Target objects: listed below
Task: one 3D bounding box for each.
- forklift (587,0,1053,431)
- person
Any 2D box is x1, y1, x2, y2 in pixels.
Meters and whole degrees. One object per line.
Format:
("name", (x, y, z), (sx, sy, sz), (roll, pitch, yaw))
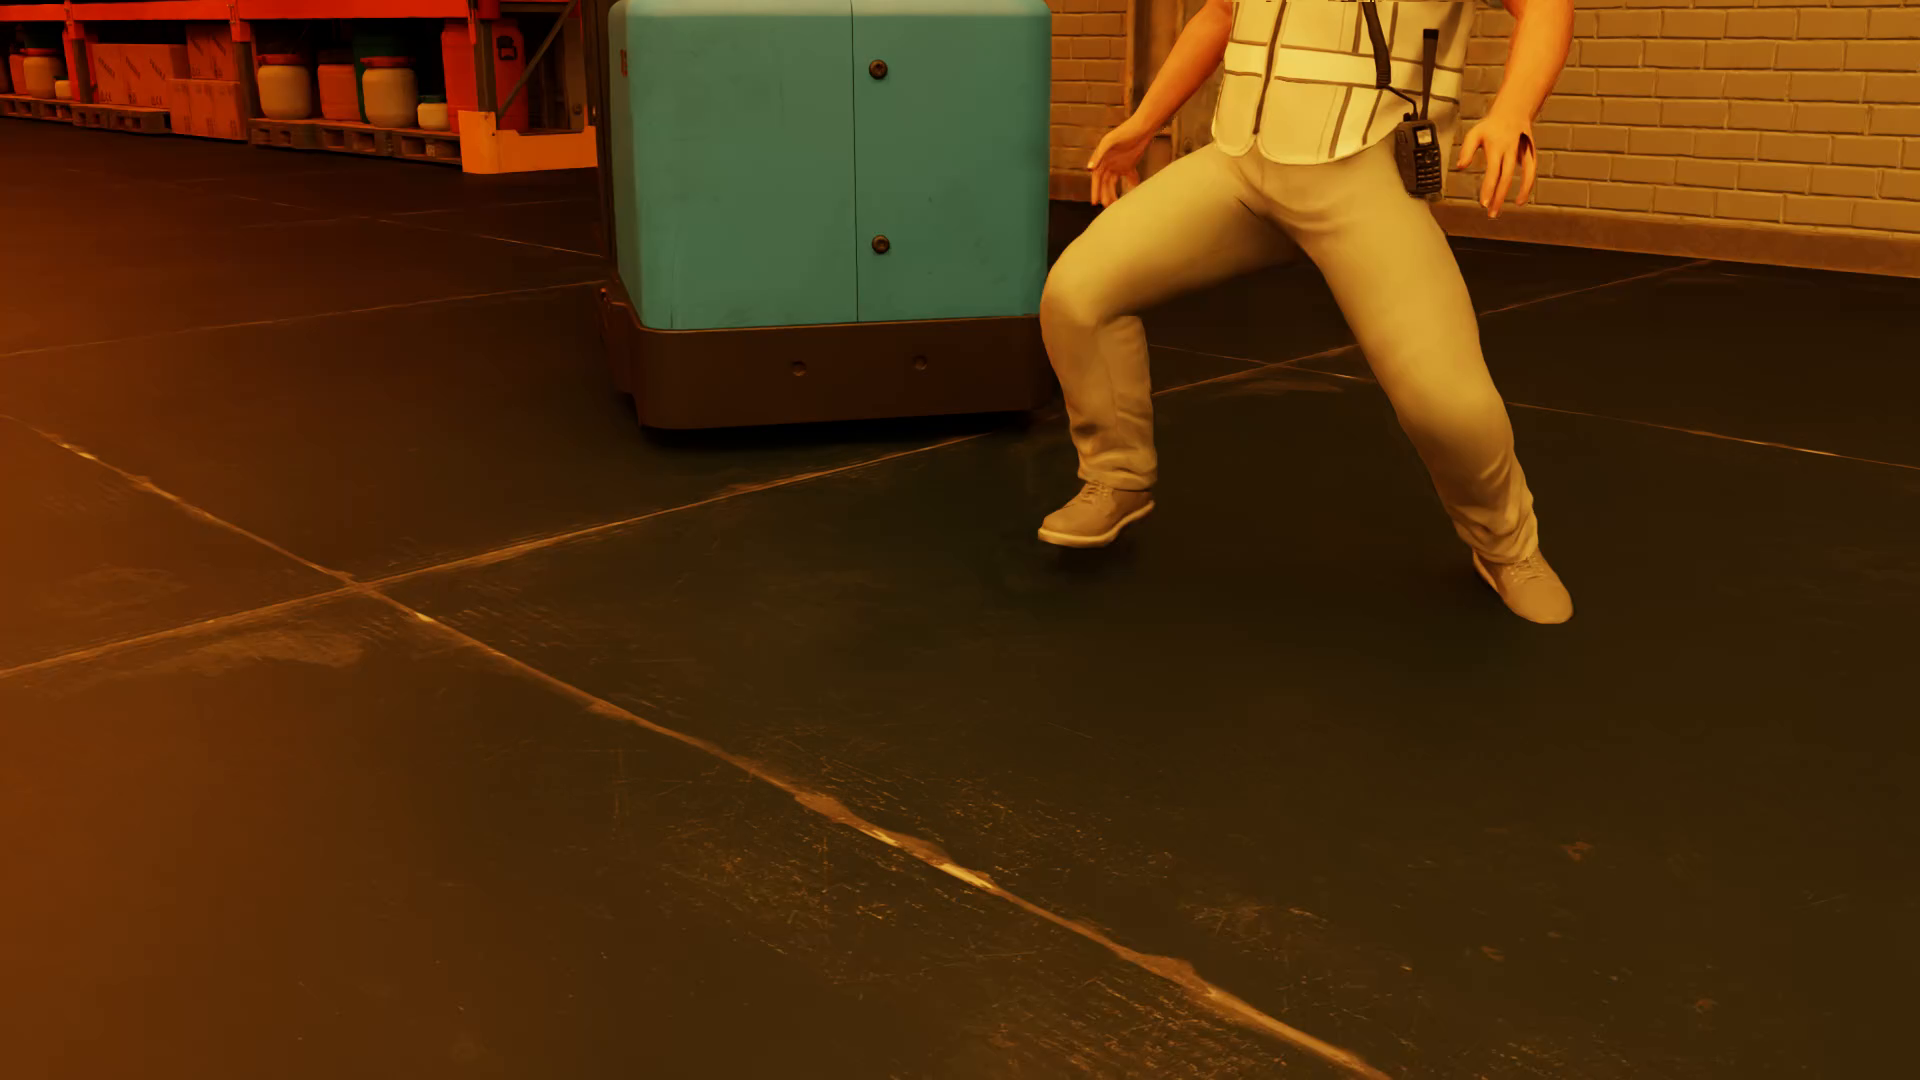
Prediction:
("forklift", (-0.627, -2.060, 5.103), (1.130, 2.935, 3.031), (-4, 18, -14))
("person", (0.667, -0.662, 2.892), (0.727, 1.628, 0.972), (-14, 22, -39))
